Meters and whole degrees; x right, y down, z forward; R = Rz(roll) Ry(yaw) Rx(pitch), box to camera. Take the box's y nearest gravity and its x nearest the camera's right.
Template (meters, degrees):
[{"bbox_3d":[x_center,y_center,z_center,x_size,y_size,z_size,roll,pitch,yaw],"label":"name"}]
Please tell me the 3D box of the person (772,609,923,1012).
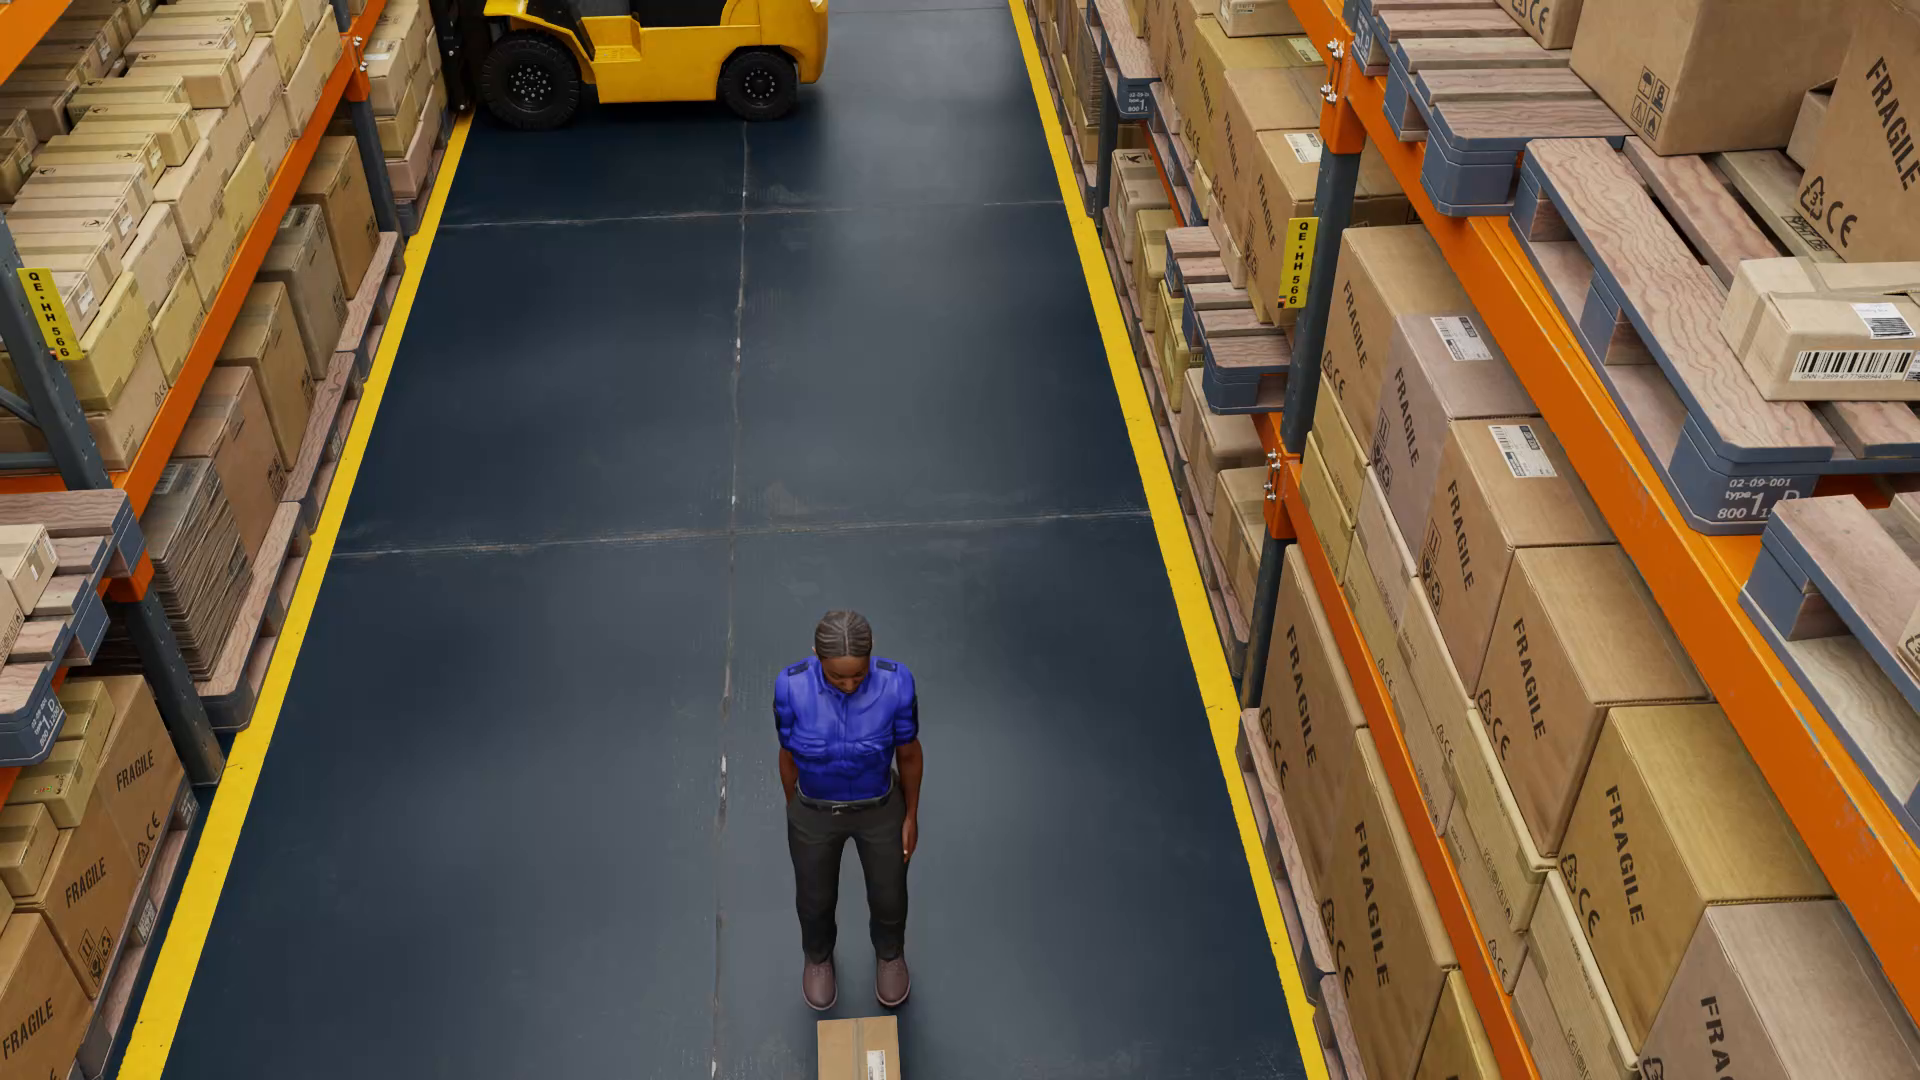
[{"bbox_3d":[-0.330,0.843,5.147,0.440,1.658,0.305,-2,39,-3],"label":"person"}]
